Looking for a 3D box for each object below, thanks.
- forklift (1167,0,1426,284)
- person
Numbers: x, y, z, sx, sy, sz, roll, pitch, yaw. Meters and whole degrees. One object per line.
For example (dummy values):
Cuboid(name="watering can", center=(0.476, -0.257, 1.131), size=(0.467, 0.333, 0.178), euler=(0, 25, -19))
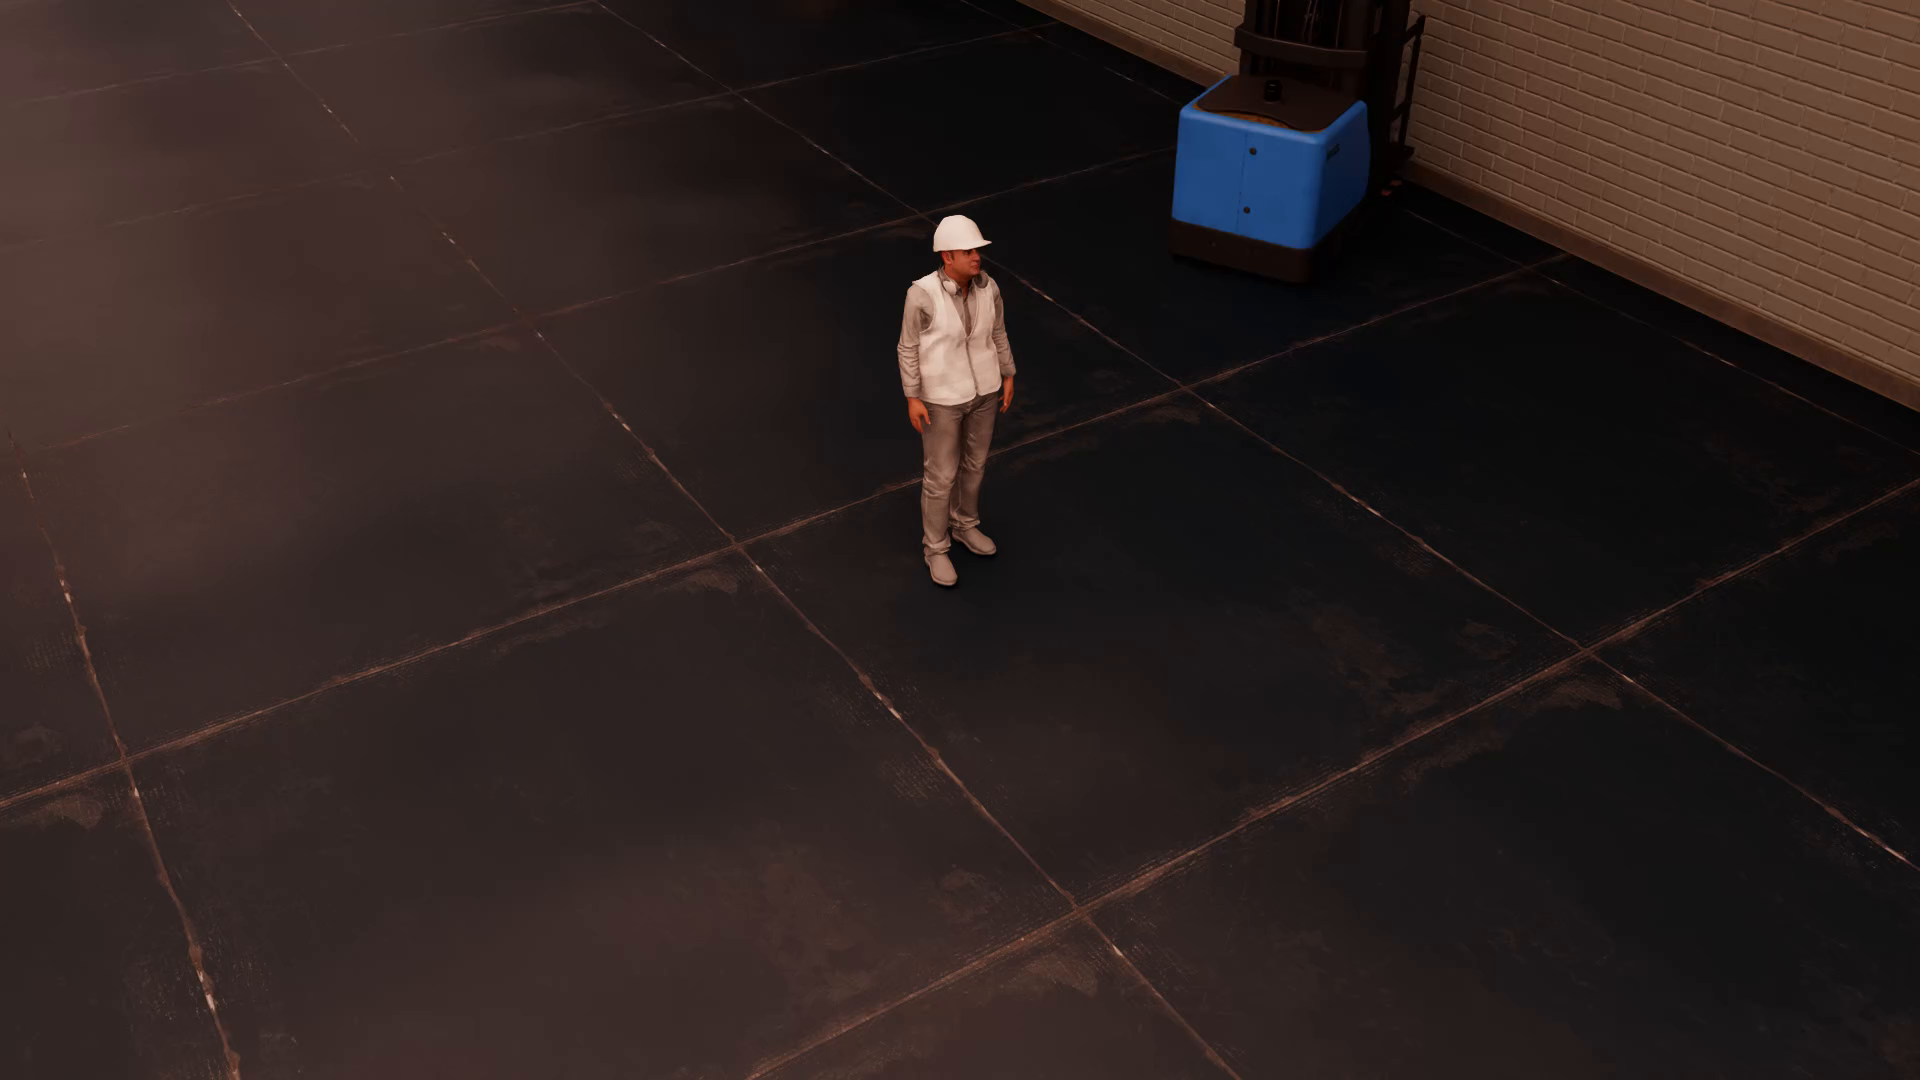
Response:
Cuboid(name="forklift", center=(2.621, -3.709, 11.427), size=(1.130, 2.935, 3.031), euler=(19, 40, 25))
Cuboid(name="person", center=(0.028, -0.699, 8.136), size=(0.634, 1.775, 0.566), euler=(-21, 40, -27))
